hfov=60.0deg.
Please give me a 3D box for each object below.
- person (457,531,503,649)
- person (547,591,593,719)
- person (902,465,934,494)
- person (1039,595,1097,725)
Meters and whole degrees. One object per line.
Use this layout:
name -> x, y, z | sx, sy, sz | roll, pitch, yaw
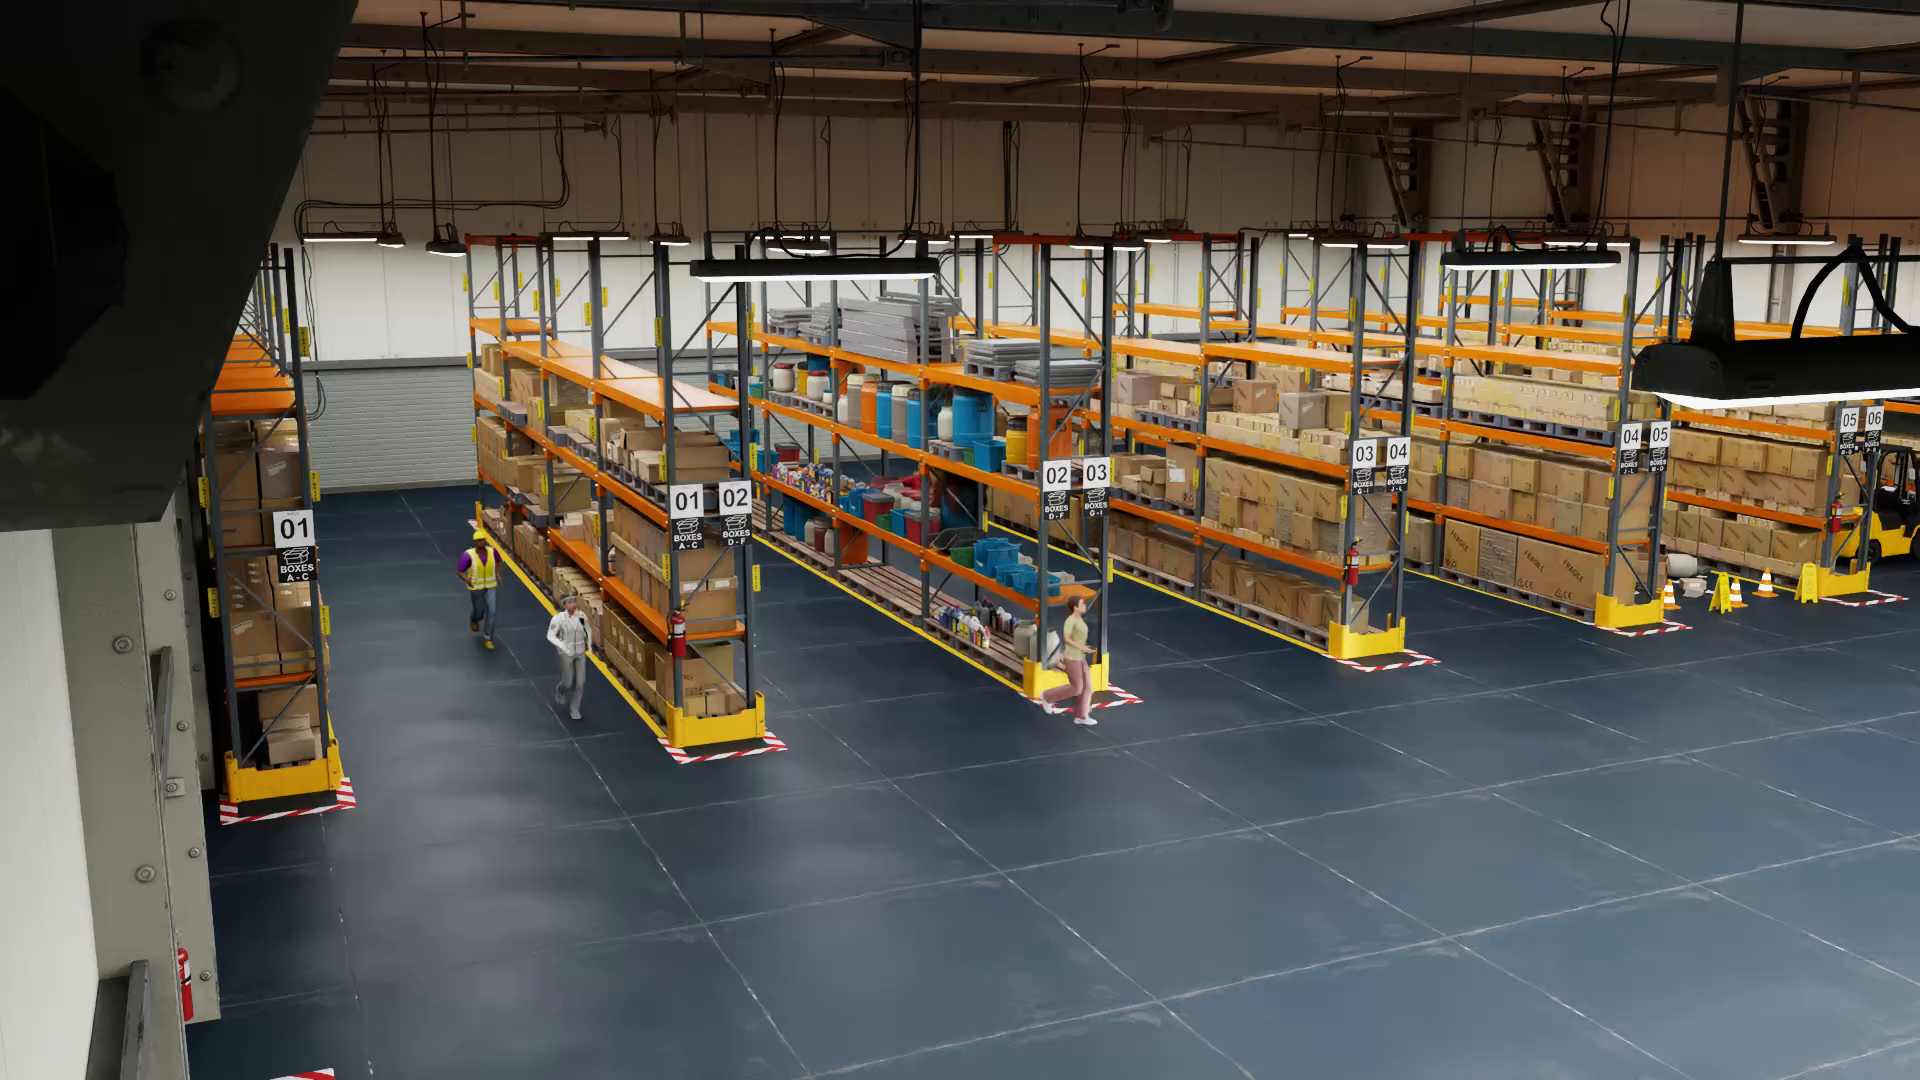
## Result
person -> -7.172, 0.719, 24.953 | 0.708, 1.765, 0.824 | -7, 13, -30
person -> -4.985, 1.447, 21.333 | 0.609, 1.649, 0.611 | -7, 13, -32
person -> -0.841, -0.676, 32.386 | 0.656, 1.662, 0.764 | -7, 13, -32
person -> 1.410, 1.508, 21.116 | 0.762, 1.613, 0.615 | 3, 11, 15
